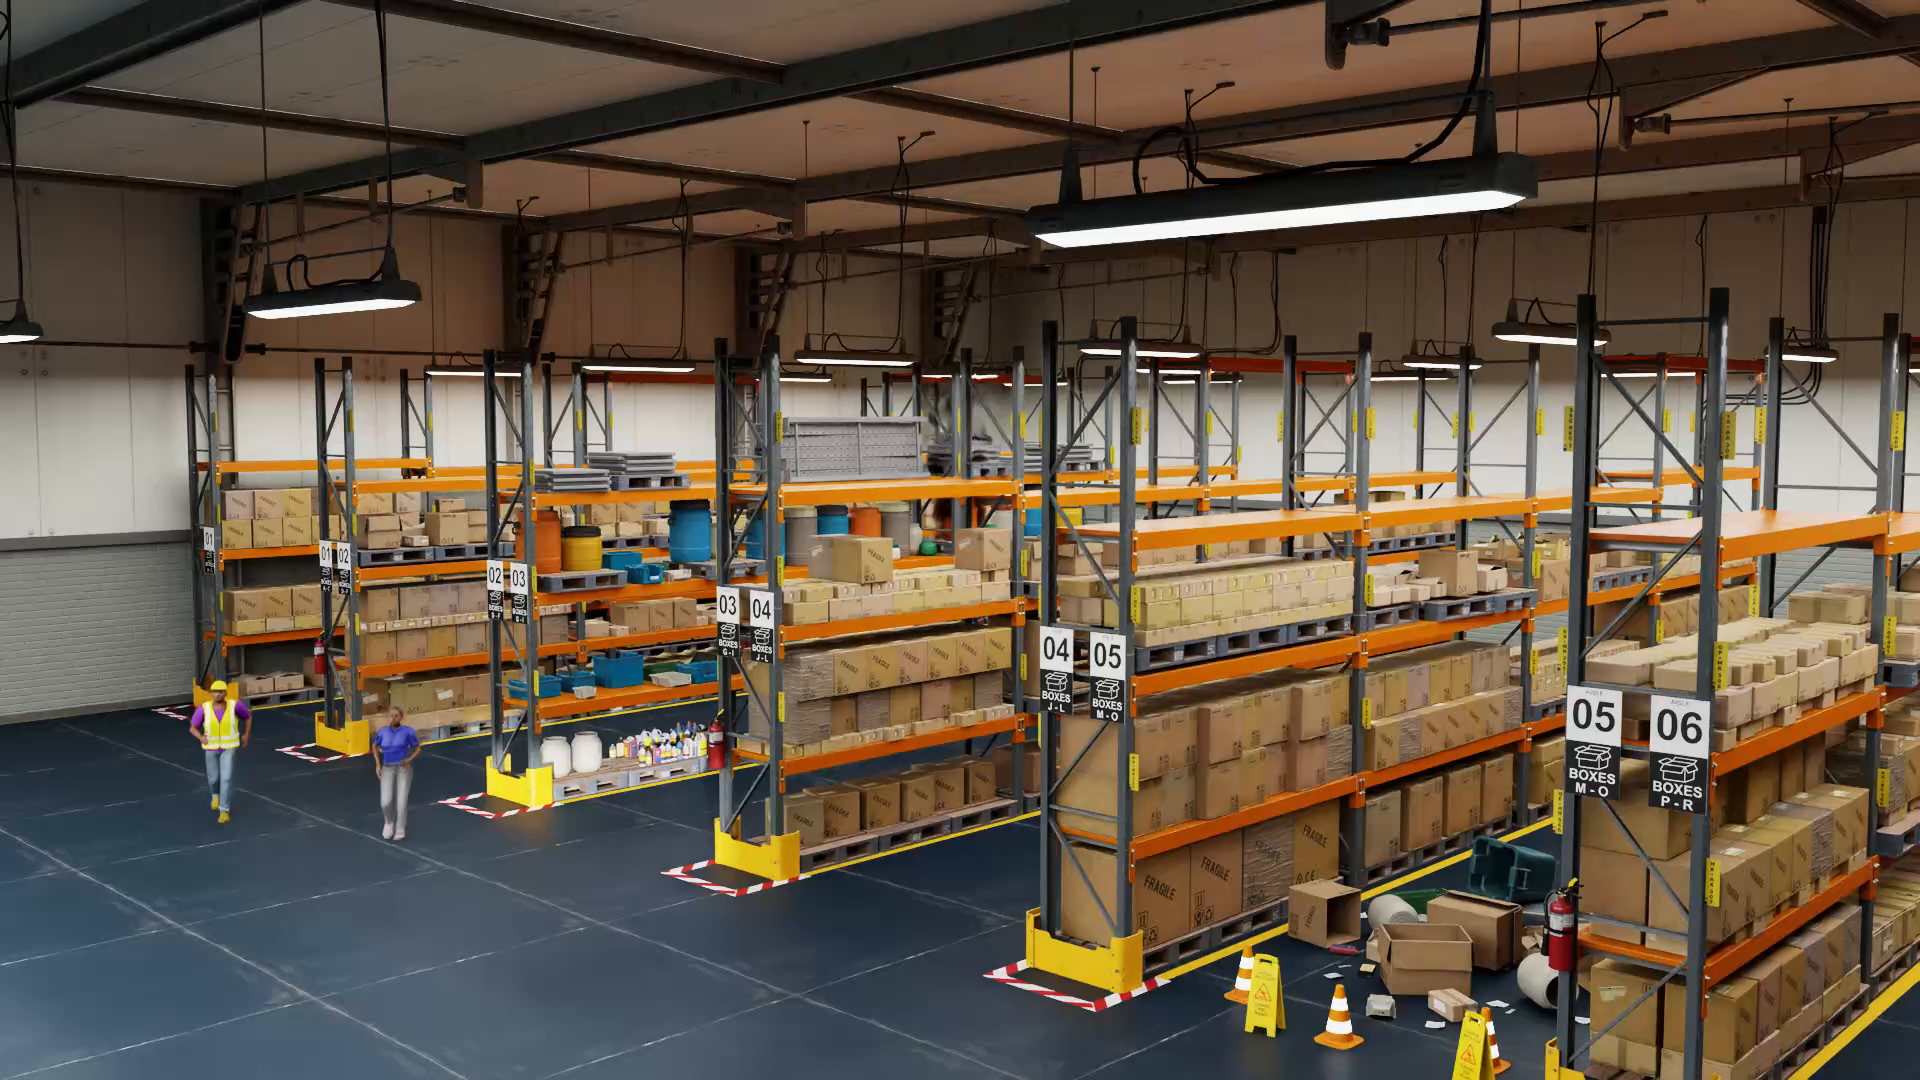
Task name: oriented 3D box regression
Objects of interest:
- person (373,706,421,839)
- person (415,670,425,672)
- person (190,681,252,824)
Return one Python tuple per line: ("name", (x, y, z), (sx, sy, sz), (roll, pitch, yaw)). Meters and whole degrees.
("person", (-6.795, 2.815, 20.046), (0.582, 1.625, 0.595), (-1, 4, -13))
("person", (-9.120, 2.249, 28.217), (0.543, 1.521, 0.574), (4, 6, 42))
("person", (-9.419, 2.663, 21.212), (0.725, 1.775, 0.837), (-2, 5, -20))
